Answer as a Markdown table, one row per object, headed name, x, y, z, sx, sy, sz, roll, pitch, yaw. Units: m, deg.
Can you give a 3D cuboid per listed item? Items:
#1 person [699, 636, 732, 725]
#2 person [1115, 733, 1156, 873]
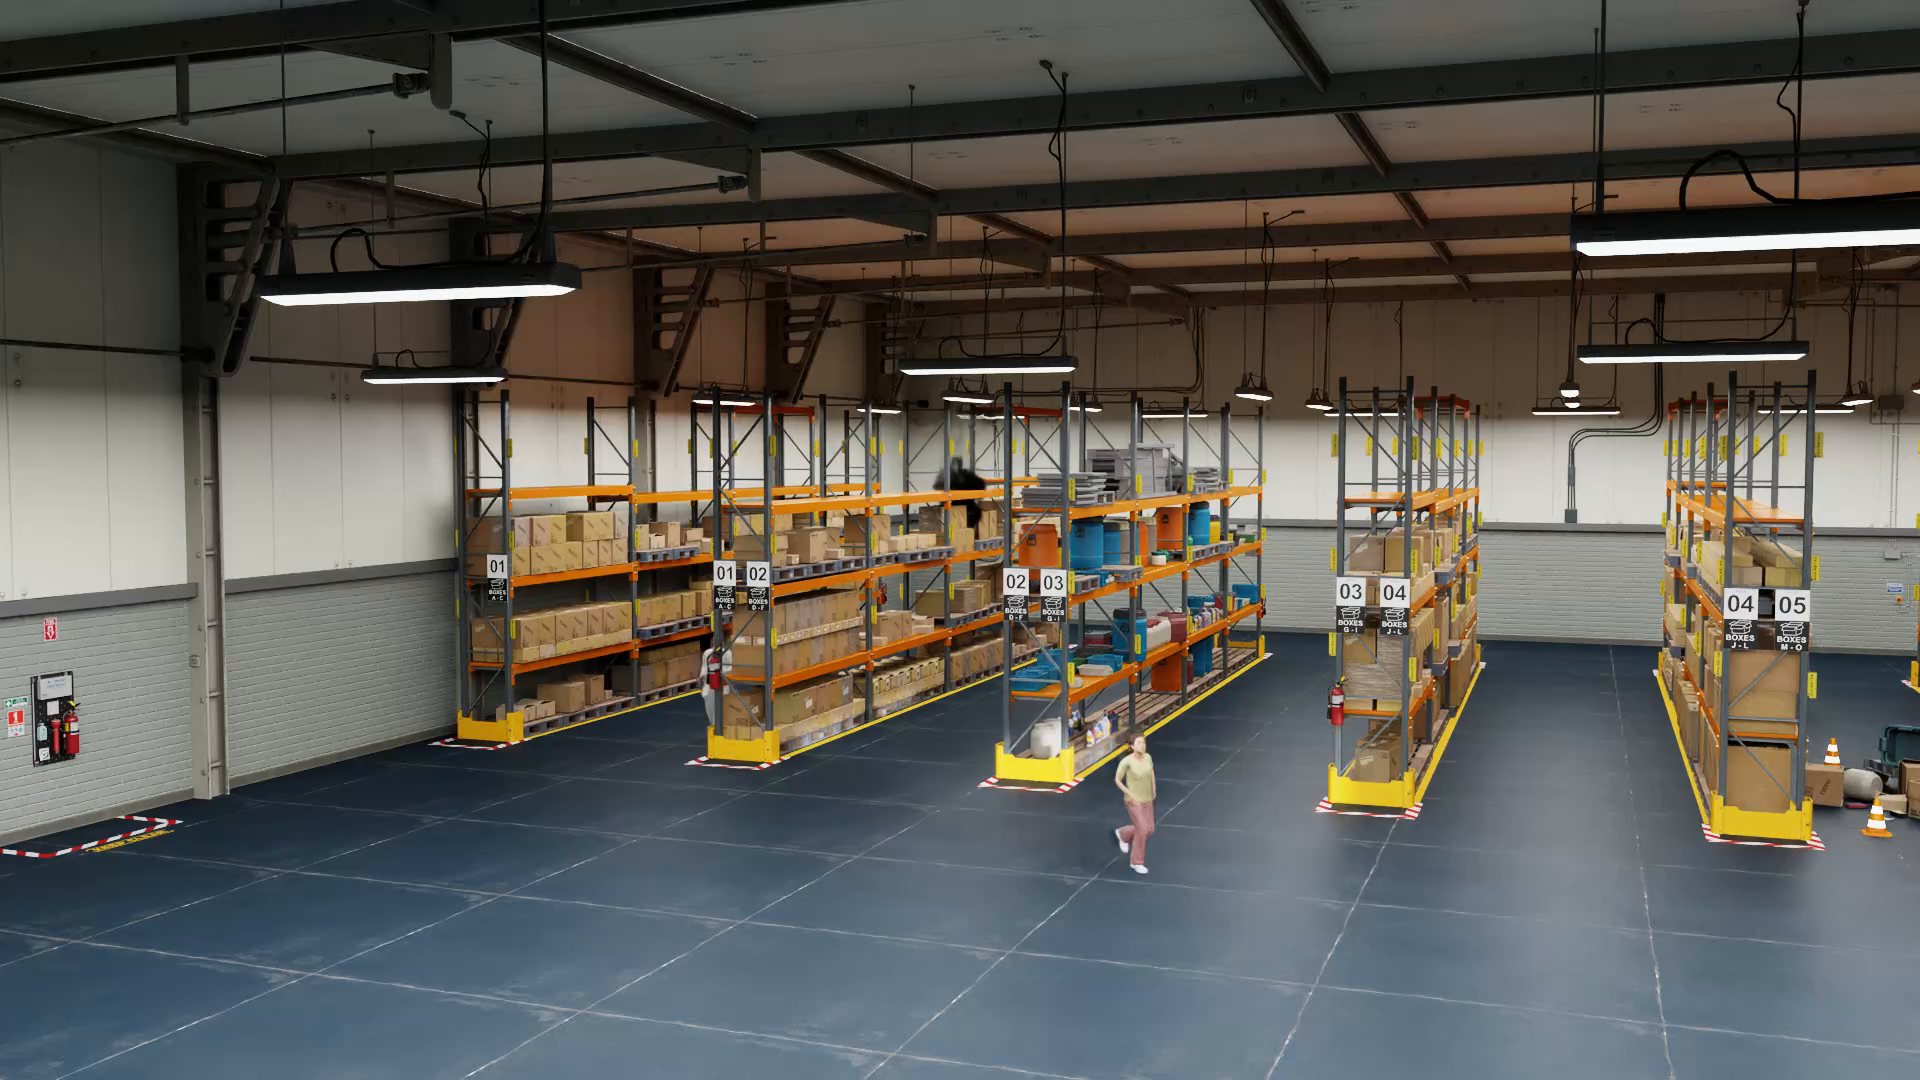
| name | x | y | z | sx | sy | sz | roll | pitch | yaw |
| --- | --- | --- | --- | --- | --- | --- | --- | --- | --- |
| person | -4.251 | 2.527 | 29.114 | 0.704 | 1.734 | 0.724 | 1 | 3 | 21 |
| person | 2.061 | 3.104 | 19.821 | 0.586 | 1.654 | 0.618 | -2 | 4 | -32 |
